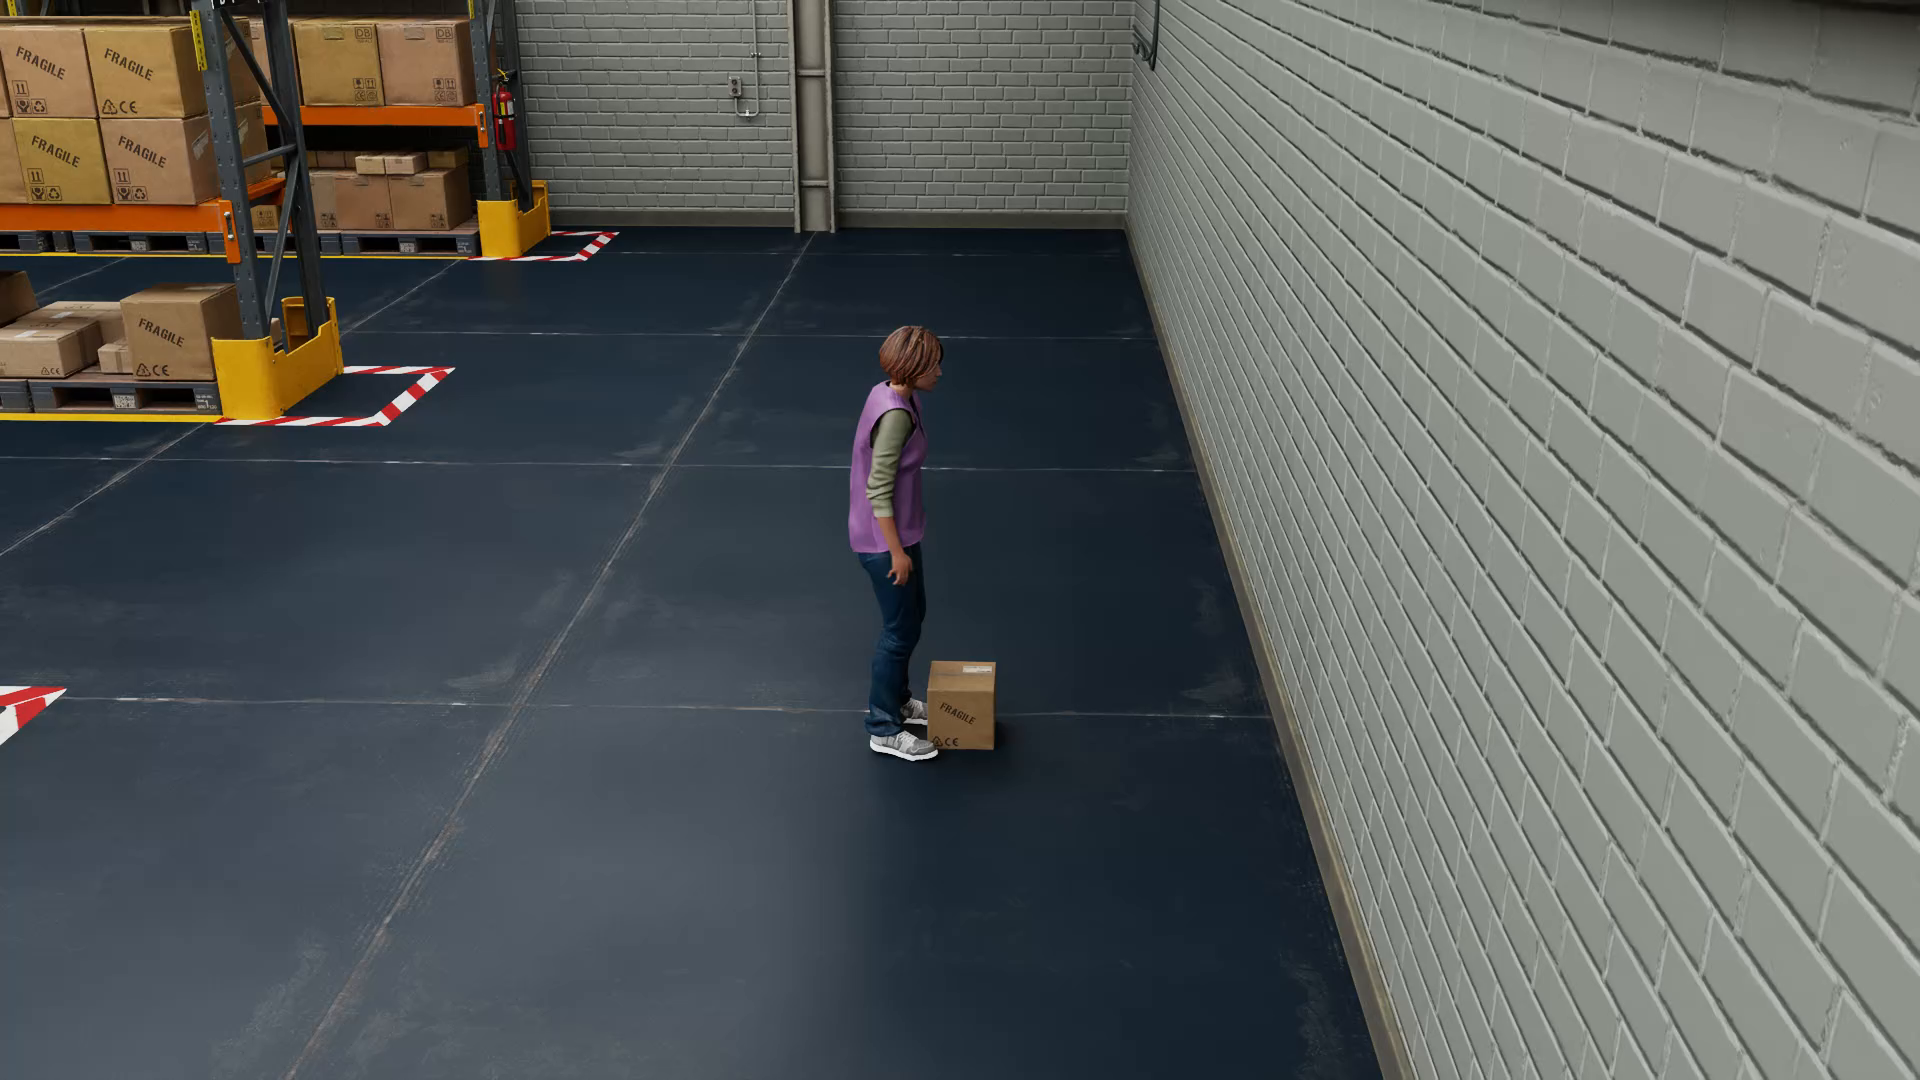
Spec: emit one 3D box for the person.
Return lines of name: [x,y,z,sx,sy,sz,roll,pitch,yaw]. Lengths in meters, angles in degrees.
person: [-0.233,0.000,6.099,0.344,1.591,0.461,1,21,3]
